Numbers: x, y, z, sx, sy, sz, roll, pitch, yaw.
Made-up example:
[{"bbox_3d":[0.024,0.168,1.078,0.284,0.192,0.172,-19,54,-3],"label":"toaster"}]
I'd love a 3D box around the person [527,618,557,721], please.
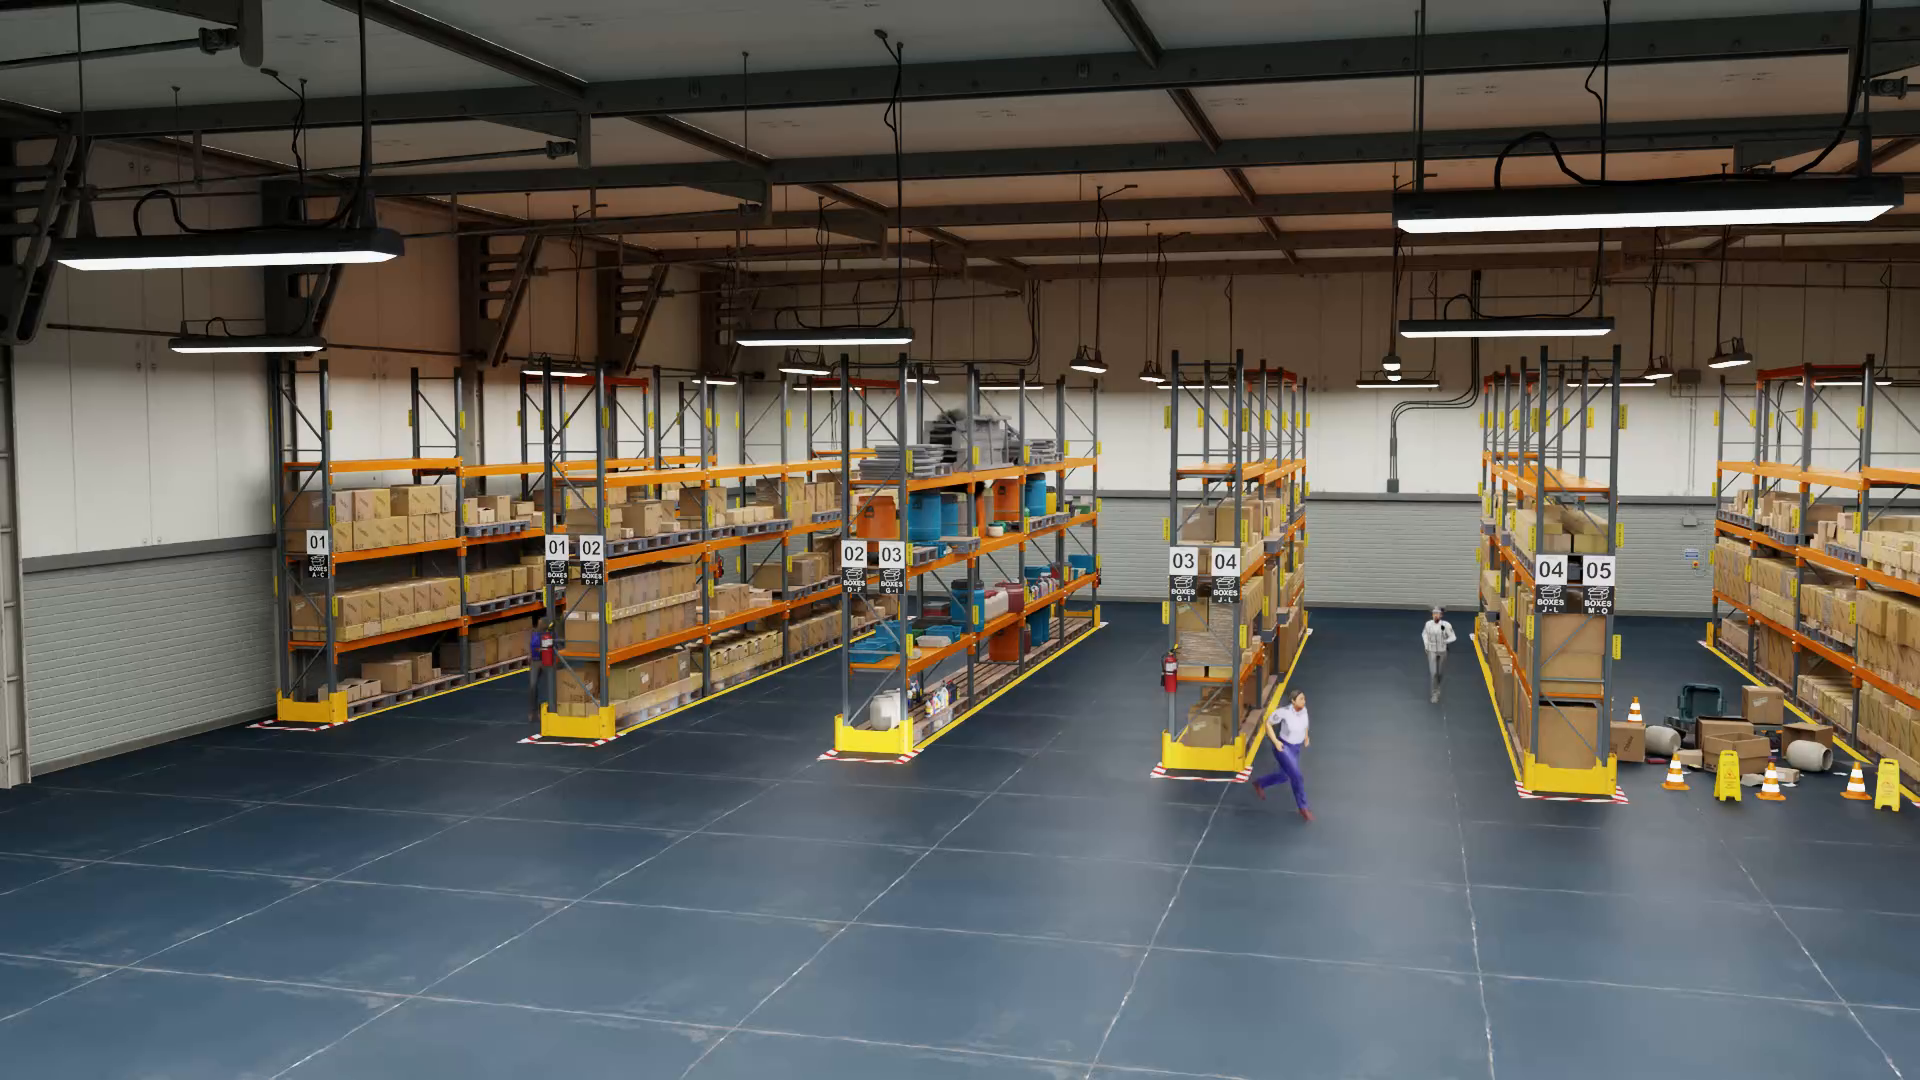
[{"bbox_3d":[-7.038,2.144,28.029,0.562,1.682,0.885,1,4,8],"label":"person"}]

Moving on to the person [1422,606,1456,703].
[{"bbox_3d":[8.569,2.020,29.783,0.603,1.710,0.861,1,4,19],"label":"person"}]

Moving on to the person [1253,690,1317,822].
[{"bbox_3d":[4.124,2.690,21.111,0.609,1.649,1.059,-4,5,-41],"label":"person"}]
